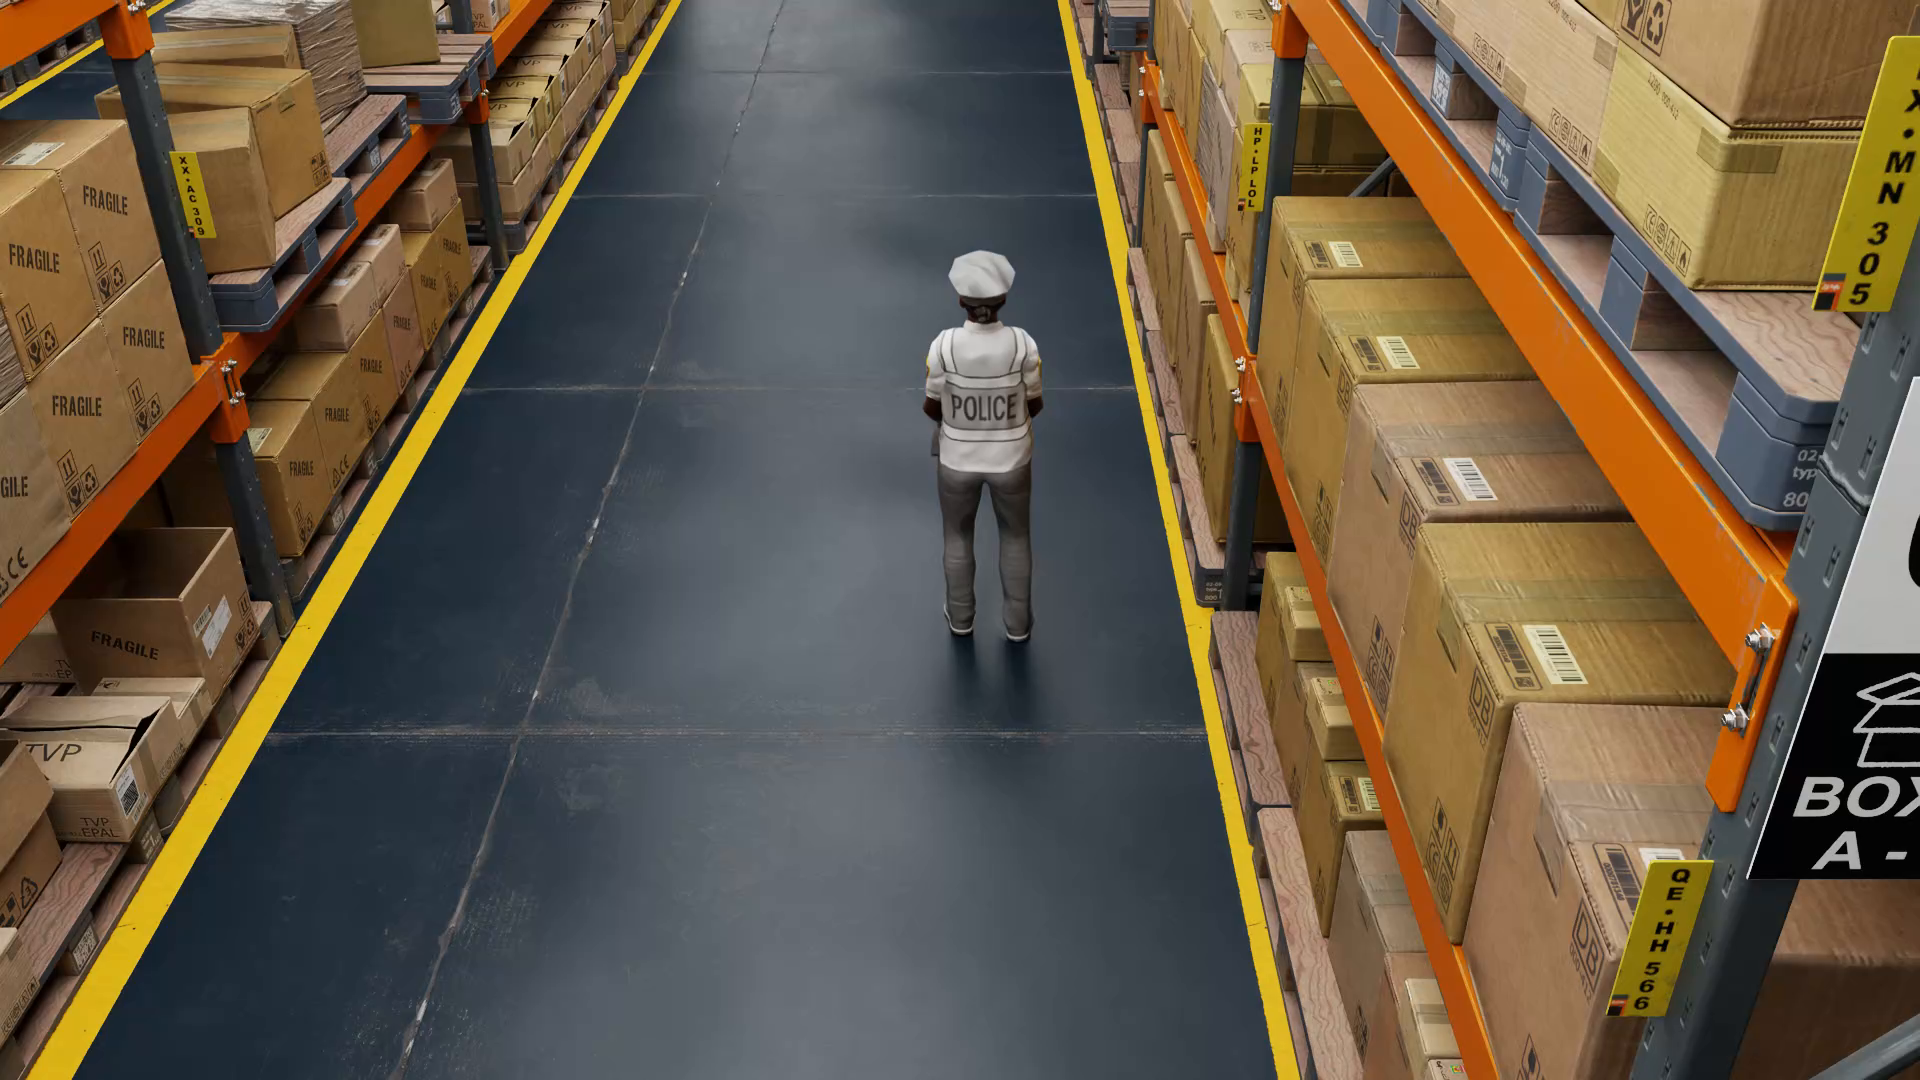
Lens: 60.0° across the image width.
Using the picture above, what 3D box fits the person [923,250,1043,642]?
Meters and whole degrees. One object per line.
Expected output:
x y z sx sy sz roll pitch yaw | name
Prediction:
0.091 -0.357 6.686 0.474 1.687 0.454 -1 32 -1 | person
